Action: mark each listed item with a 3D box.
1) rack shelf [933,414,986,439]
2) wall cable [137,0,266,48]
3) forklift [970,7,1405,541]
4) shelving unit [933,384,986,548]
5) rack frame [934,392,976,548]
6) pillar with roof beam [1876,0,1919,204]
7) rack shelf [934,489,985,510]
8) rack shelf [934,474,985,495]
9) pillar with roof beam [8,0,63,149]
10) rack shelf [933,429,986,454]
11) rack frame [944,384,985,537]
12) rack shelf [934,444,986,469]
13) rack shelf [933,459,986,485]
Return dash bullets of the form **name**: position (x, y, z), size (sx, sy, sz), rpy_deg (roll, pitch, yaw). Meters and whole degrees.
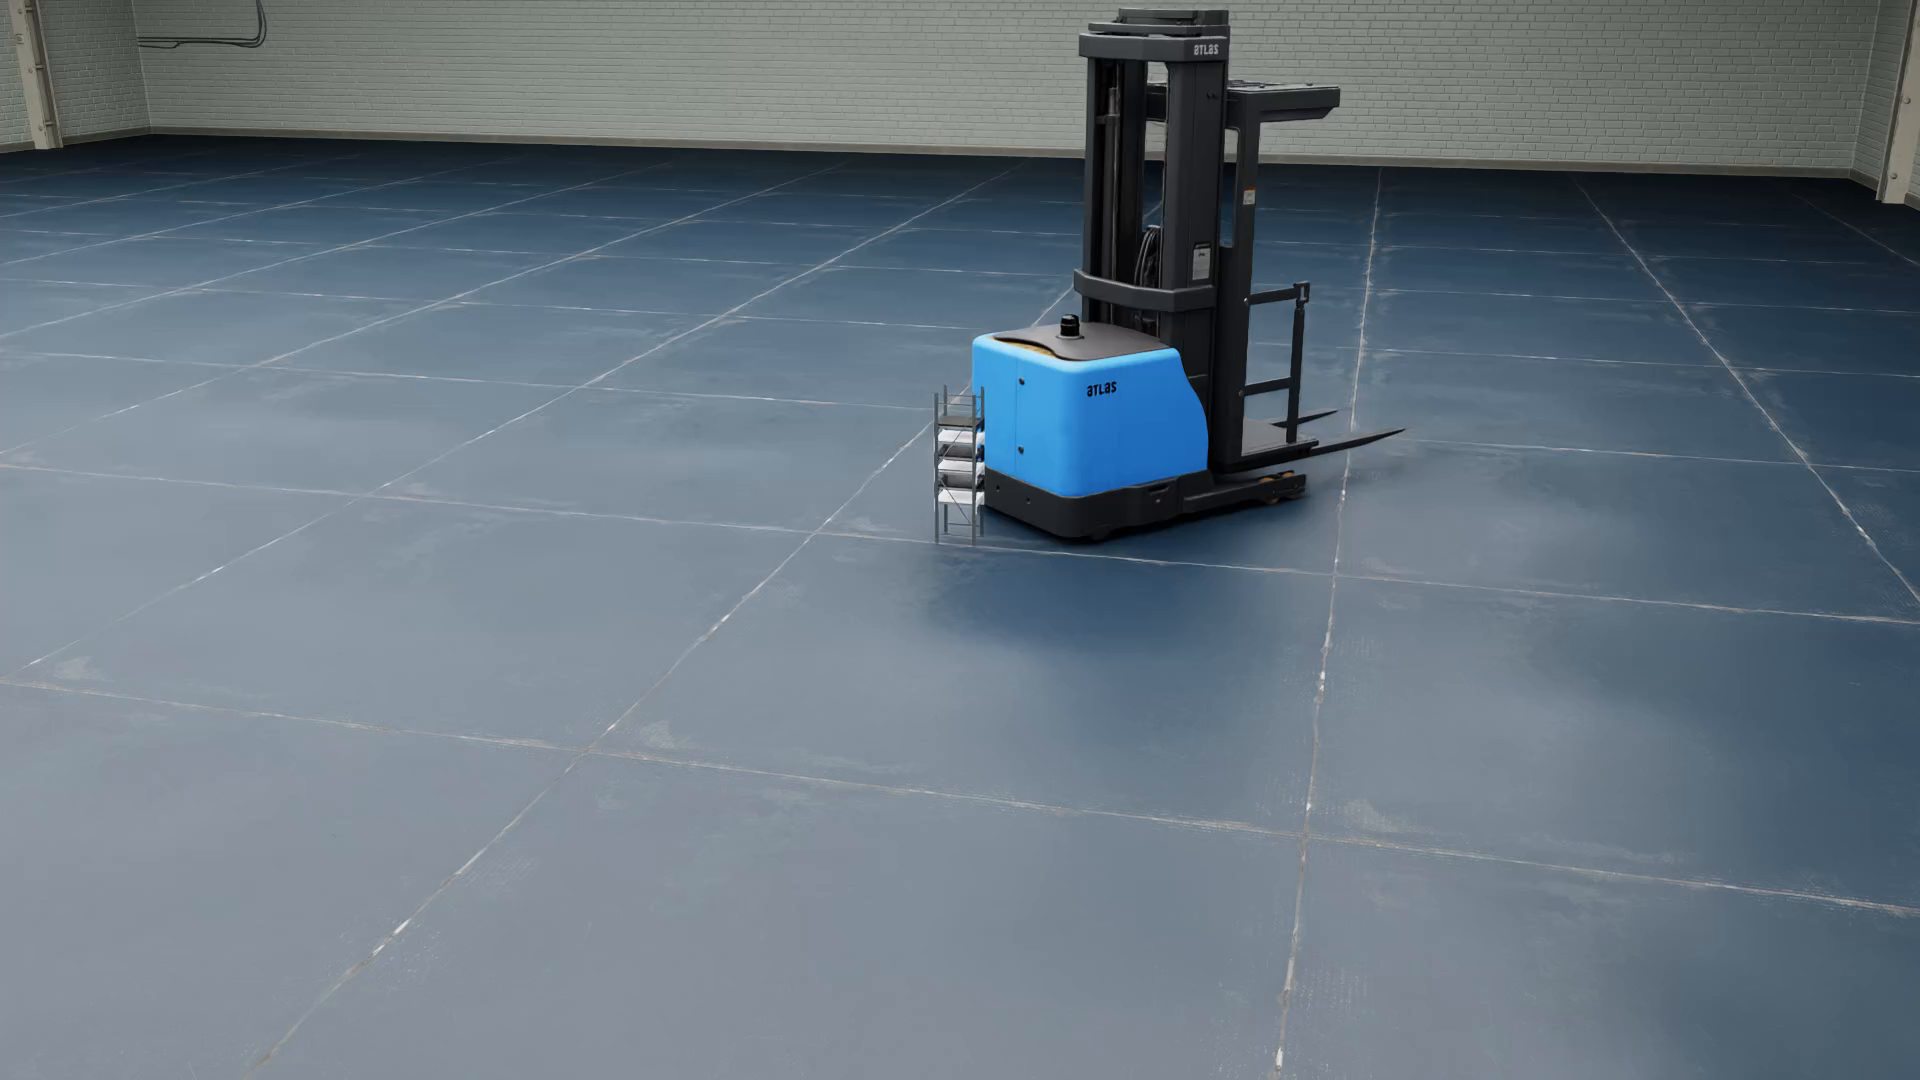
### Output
- **rack shelf**: position (-0.002, -0.647, 9.458), size (0.258, 0.077, 0.200), rpy_deg (5, 19, 13)
- **wall cable**: position (-15.124, -10.975, 32.700), size (3.097, 2.526, 0.112), rpy_deg (5, 19, 13)
- **forklift**: position (1.562, -1.735, 10.233), size (3.031, 2.935, 1.130), rpy_deg (-13, 23, -33)
- **shelving unit**: position (-0.002, -0.423, 9.535), size (0.258, 0.900, 0.210), rpy_deg (5, 19, 13)
- **rack frame**: position (-0.027, -0.391, 9.441), size (0.240, 0.900, 0.006), rpy_deg (5, 19, 13)
- **pillar with roof beam**: position (9.244, -9.477, 23.513), size (9.100, 9.000, 0.400), rpy_deg (5, 19, 13)
- **rack shelf**: position (-0.002, -0.221, 9.604), size (0.258, 0.077, 0.200), rpy_deg (5, 19, 13)
- **rack shelf**: position (-0.002, -0.307, 9.575), size (0.258, 0.077, 0.200), rpy_deg (5, 19, 13)
- **pillar with roof beam**: position (-12.952, -11.285, 28.805), size (9.100, 9.000, 0.400), rpy_deg (5, 19, 13)
- **rack shelf**: position (-0.002, -0.562, 9.487), size (0.258, 0.077, 0.200), rpy_deg (5, 19, 13)
- **rack frame**: position (0.023, -0.455, 9.628), size (0.240, 0.900, 0.006), rpy_deg (5, 19, 13)
- **rack shelf**: position (-0.002, -0.477, 9.516), size (0.258, 0.077, 0.200), rpy_deg (5, 19, 13)
- **rack shelf**: position (-0.002, -0.392, 9.545), size (0.258, 0.077, 0.200), rpy_deg (5, 19, 13)
